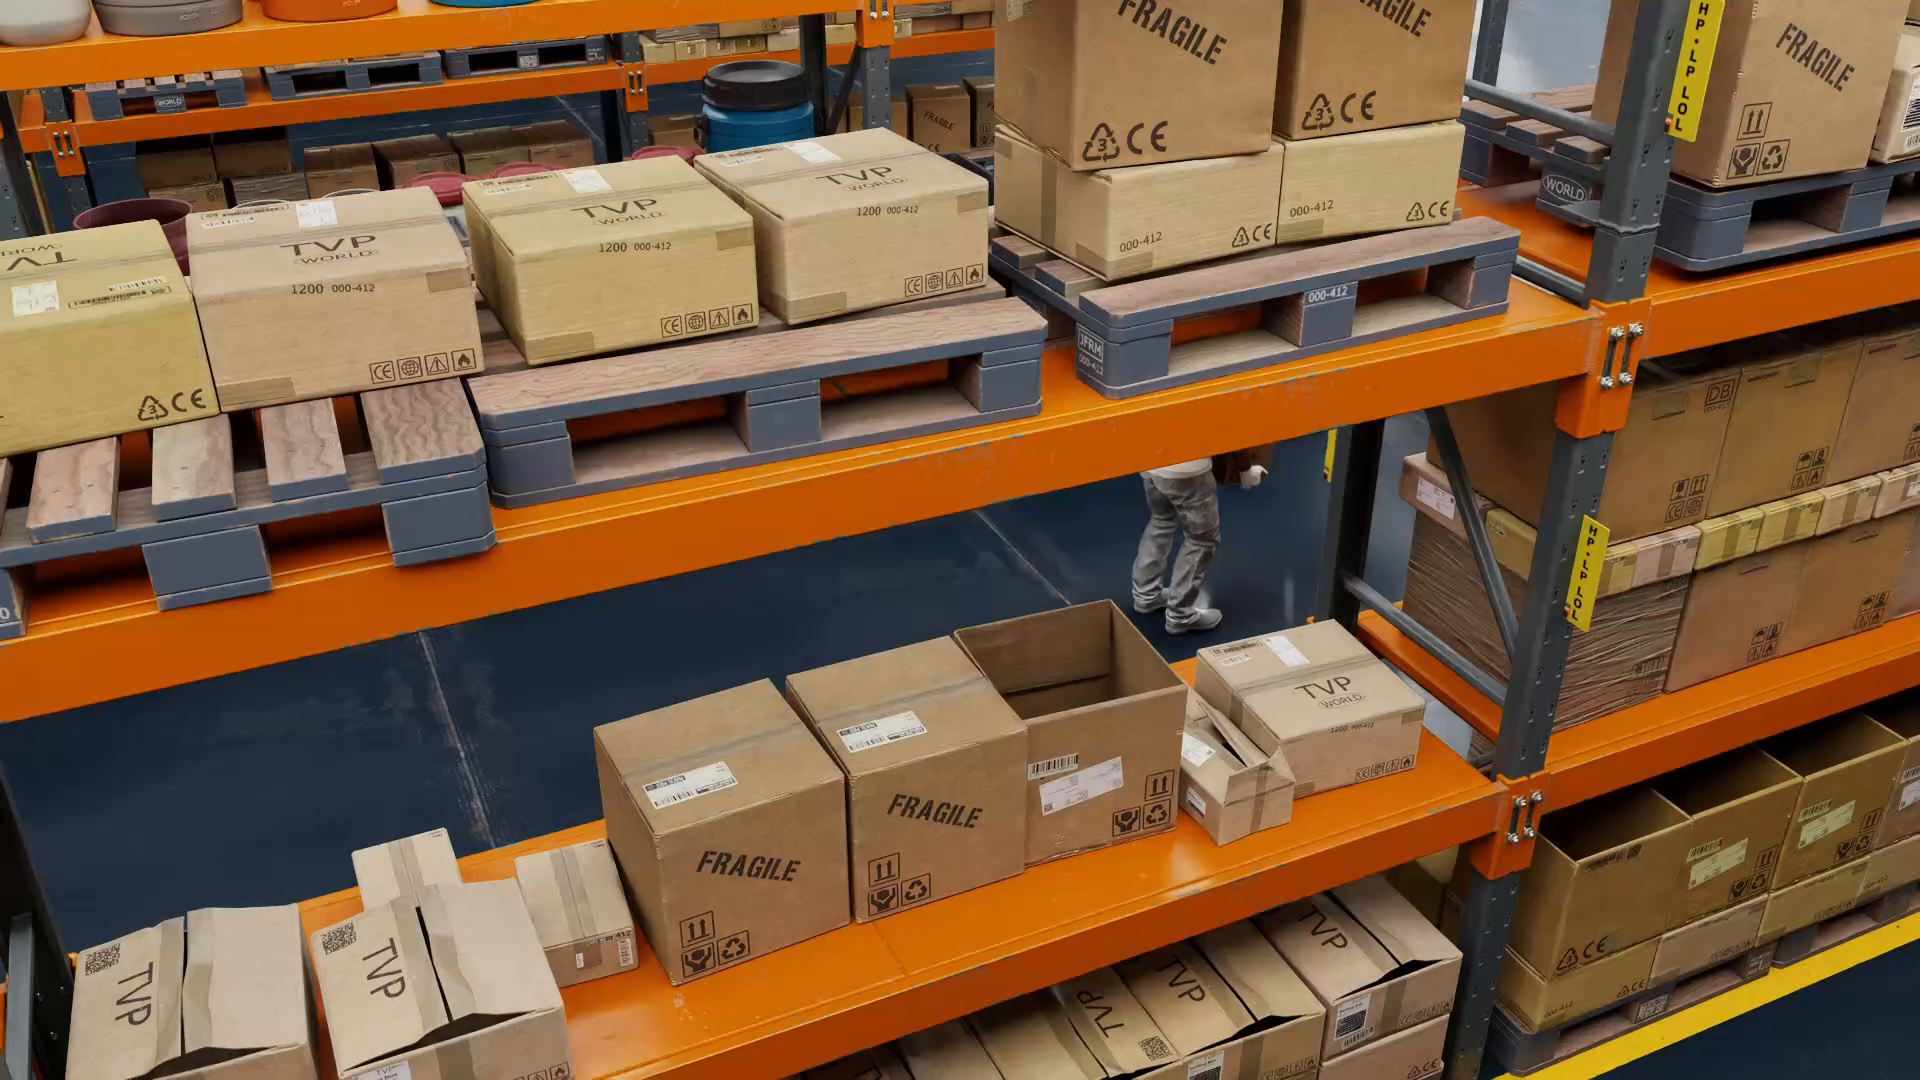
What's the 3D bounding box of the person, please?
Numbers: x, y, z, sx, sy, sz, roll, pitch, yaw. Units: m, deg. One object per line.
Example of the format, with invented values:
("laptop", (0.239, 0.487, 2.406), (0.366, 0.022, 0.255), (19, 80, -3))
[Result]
("person", (1.120, -0.383, 7.876), (0.645, 1.700, 0.482), (-14, 32, -23))
